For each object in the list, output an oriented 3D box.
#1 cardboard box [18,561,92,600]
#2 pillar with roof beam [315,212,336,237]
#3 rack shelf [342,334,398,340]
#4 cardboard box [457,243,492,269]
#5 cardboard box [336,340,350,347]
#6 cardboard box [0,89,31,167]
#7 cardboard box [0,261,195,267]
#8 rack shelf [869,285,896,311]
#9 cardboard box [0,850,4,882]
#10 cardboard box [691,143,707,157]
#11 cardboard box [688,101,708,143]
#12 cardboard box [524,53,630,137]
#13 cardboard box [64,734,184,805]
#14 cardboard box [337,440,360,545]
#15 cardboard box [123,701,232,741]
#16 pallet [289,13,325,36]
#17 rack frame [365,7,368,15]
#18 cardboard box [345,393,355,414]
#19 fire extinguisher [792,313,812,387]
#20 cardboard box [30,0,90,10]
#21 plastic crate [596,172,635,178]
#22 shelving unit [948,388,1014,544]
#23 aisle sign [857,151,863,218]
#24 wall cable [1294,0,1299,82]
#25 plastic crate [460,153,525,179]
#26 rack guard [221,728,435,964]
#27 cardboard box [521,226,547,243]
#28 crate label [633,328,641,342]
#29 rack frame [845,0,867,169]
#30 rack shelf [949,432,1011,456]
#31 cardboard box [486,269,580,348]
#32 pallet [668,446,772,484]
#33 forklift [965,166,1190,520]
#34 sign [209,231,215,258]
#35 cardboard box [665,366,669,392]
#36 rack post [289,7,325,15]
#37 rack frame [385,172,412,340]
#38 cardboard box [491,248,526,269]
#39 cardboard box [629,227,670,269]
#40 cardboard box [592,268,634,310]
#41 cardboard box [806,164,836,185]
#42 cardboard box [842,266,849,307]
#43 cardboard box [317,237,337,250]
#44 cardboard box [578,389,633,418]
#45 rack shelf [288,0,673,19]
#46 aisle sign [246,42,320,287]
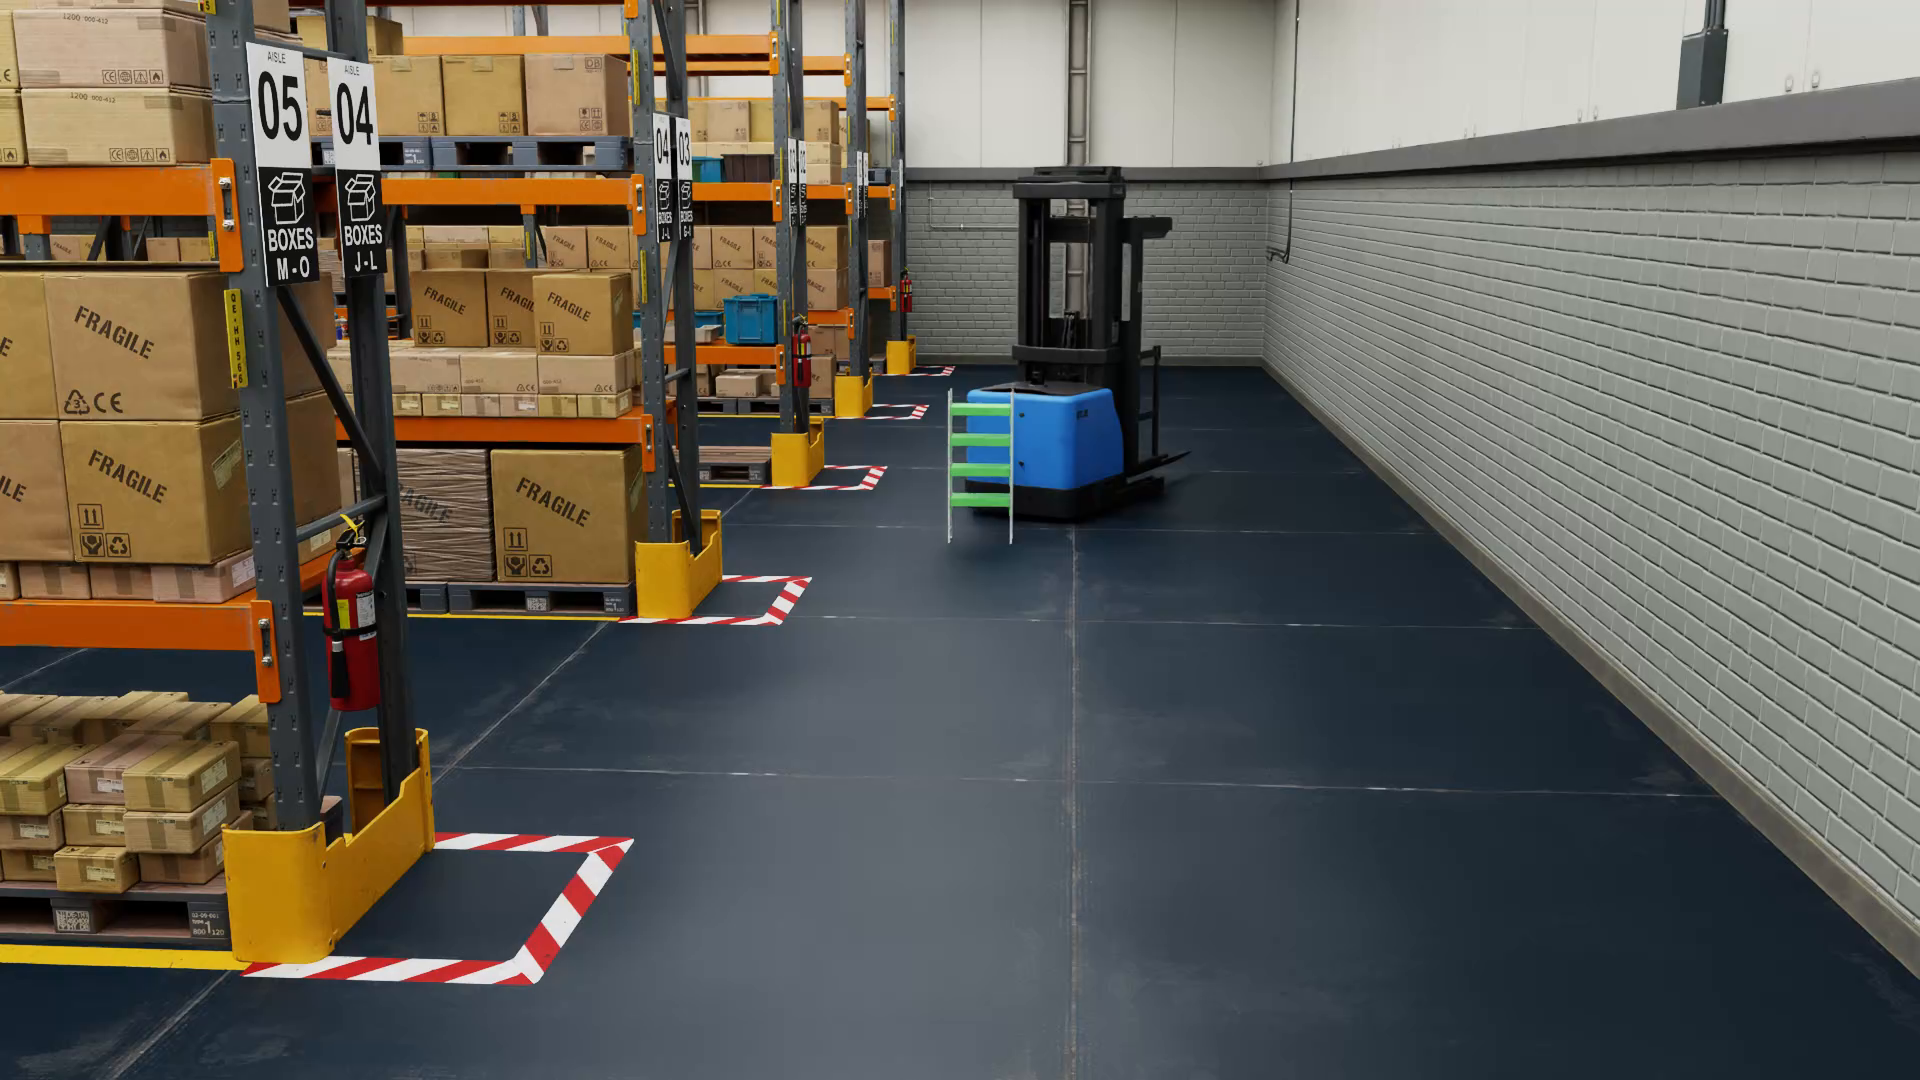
[{"bbox_3d":[-3.200,0.102,6.070,0.250,0.149,0.380,1,12,3],"label":"cardboard box"},{"bbox_3d":[-10.443,-6.472,22.229,0.400,9.000,9.100,1,12,4],"label":"pillar with roof beam"},{"bbox_3d":[-7.583,-1.817,16.385,4.000,0.370,1.077,1,12,4],"label":"rack shelf"},{"bbox_3d":[-7.432,-4.350,25.717,0.500,0.500,0.500,1,12,4],"label":"cardboard box"},{"bbox_3d":[-4.434,-1.236,11.491,0.500,0.250,0.500,1,12,5],"label":"cardboard box"},{"bbox_3d":[-3.340,-1.416,5.750,0.500,0.250,0.500,1,12,4],"label":"cardboard box"},{"bbox_3d":[-3.293,-0.813,6.417,0.500,0.500,0.500,1,12,5],"label":"cardboard box"},{"bbox_3d":[-2.930,-3.786,25.799,4.000,0.370,1.077,1,12,4],"label":"rack shelf"},{"bbox_3d":[-3.667,1.157,6.347,0.250,0.149,0.380,1,12,4],"label":"cardboard box"},{"bbox_3d":[-3.288,-4.713,20.293,0.500,0.250,0.500,1,12,4],"label":"cardboard box"},{"bbox_3d":[-3.267,-5.144,20.522,0.500,0.500,0.700,1,12,4],"label":"cardboard box"},{"bbox_3d":[-2.449,-2.843,10.693,0.500,0.500,0.700,0,12,0],"label":"cardboard box"},{"bbox_3d":[-3.151,0.865,6.292,0.250,0.149,0.380,1,12,5],"label":"cardboard box"},{"bbox_3d":[-4.367,-0.258,11.338,0.875,0.875,0.875,1,12,4],"label":"cardboard box"},{"bbox_3d":[-3.142,0.780,6.699,0.250,0.149,0.380,1,12,5],"label":"cardboard box"},{"bbox_3d":[-6.415,-4.795,15.651,1.213,0.211,1.003,1,12,4],"label":"pallet"},{"bbox_3d":[-8.916,-7.157,25.504,0.127,3.000,1.000,1,12,4],"label":"rack frame"},{"bbox_3d":[-3.830,-0.911,10.910,0.250,0.149,0.380,1,12,5],"label":"cardboard box"},{"bbox_3d":[-1.476,-1.772,15.512,0.183,0.674,0.296,1,12,4],"label":"fire extinguisher"},{"bbox_3d":[-2.952,-1.861,5.686,0.250,0.149,0.380,1,12,5],"label":"cardboard box"},{"bbox_3d":[-3.102,-3.602,15.987,0.767,0.338,0.504,1,12,4],"label":"plastic crate"},{"bbox_3d":[0.165,-0.585,13.134,0.503,1.200,0.258,1,12,4],"label":"shelving unit"},{"bbox_3d":[-1.214,-4.308,20.187,0.004,0.787,0.394,1,12,4],"label":"aisle sign"},{"bbox_3d":[4.505,-7.297,21.420,0.112,2.526,3.097,1,12,4],"label":"wall cable"},{"bbox_3d":[-4.366,-3.473,15.538,0.590,0.269,0.497,1,12,4],"label":"plastic crate"},{"bbox_3d":[-2.435,1.159,6.506,0.348,0.500,1.175,1,12,4],"label":"rack guard"},{"bbox_3d":[-6.427,-4.707,25.594,0.500,0.250,0.500,1,12,5],"label":"cardboard box"},{"bbox_3d":[-2.990,-1.967,15.844,0.243,0.136,0.396,1,12,4],"label":"crate label"},{"bbox_3d":[-1.261,-6.035,20.142,0.127,3.000,1.000,1,12,4],"label":"rack frame"},{"bbox_3d":[0.165,-0.757,13.098,0.480,0.148,0.258,1,12,4],"label":"rack shelf"},{"bbox_3d":[-2.887,-1.583,11.318,0.500,0.500,0.500,0,12,2],"label":"cardboard box"},{"bbox_3d":[-2.416,-0.741,16.297,1.213,0.211,1.003,1,12,4],"label":"pallet"},{"bbox_3d":[1.218,-1.857,14.989,1.130,2.935,3.031,7,14,29],"label":"forklift"},{"bbox_3d":[-9.277,-3.662,20.619,0.005,0.325,0.100,1,12,4],"label":"sign"},{"bbox_3d":[-3.917,-2.093,21.439,0.500,0.311,0.500,1,12,4],"label":"cardboard box"},{"bbox_3d":[-6.426,-5.059,15.660,0.954,0.300,0.937,1,12,3],"label":"rack post"},{"bbox_3d":[-5.587,-2.142,16.181,0.127,3.000,1.000,1,12,4],"label":"rack frame"},{"bbox_3d":[-5.710,-3.460,21.214,0.500,0.500,0.700,-3,12,-15],"label":"cardboard box"},{"bbox_3d":[-3.773,-3.614,20.533,0.500,0.500,0.500,0,12,2],"label":"cardboard box"},{"bbox_3d":[-4.251,-3.134,20.678,0.500,0.500,0.500,1,12,5],"label":"cardboard box"},{"bbox_3d":[-1.792,-4.447,20.241,0.500,0.250,0.500,1,12,4],"label":"cardboard box"},{"bbox_3d":[-1.686,-3.208,21.033,0.500,0.500,0.500,1,12,5],"label":"cardboard box"},{"bbox_3d":[-9.945,-4.491,26.094,0.500,0.500,0.700,0,12,-2],"label":"cardboard box"},{"bbox_3d":[-2.304,-0.890,10.809,0.250,0.149,0.380,1,12,5],"label":"cardboard box"},{"bbox_3d":[-3.923,-3.491,10.713,4.000,0.370,1.077,1,12,4],"label":"rack shelf"},{"bbox_3d":[-2.306,-1.273,5.681,0.004,0.787,0.394,1,12,4],"label":"aisle sign"}]
